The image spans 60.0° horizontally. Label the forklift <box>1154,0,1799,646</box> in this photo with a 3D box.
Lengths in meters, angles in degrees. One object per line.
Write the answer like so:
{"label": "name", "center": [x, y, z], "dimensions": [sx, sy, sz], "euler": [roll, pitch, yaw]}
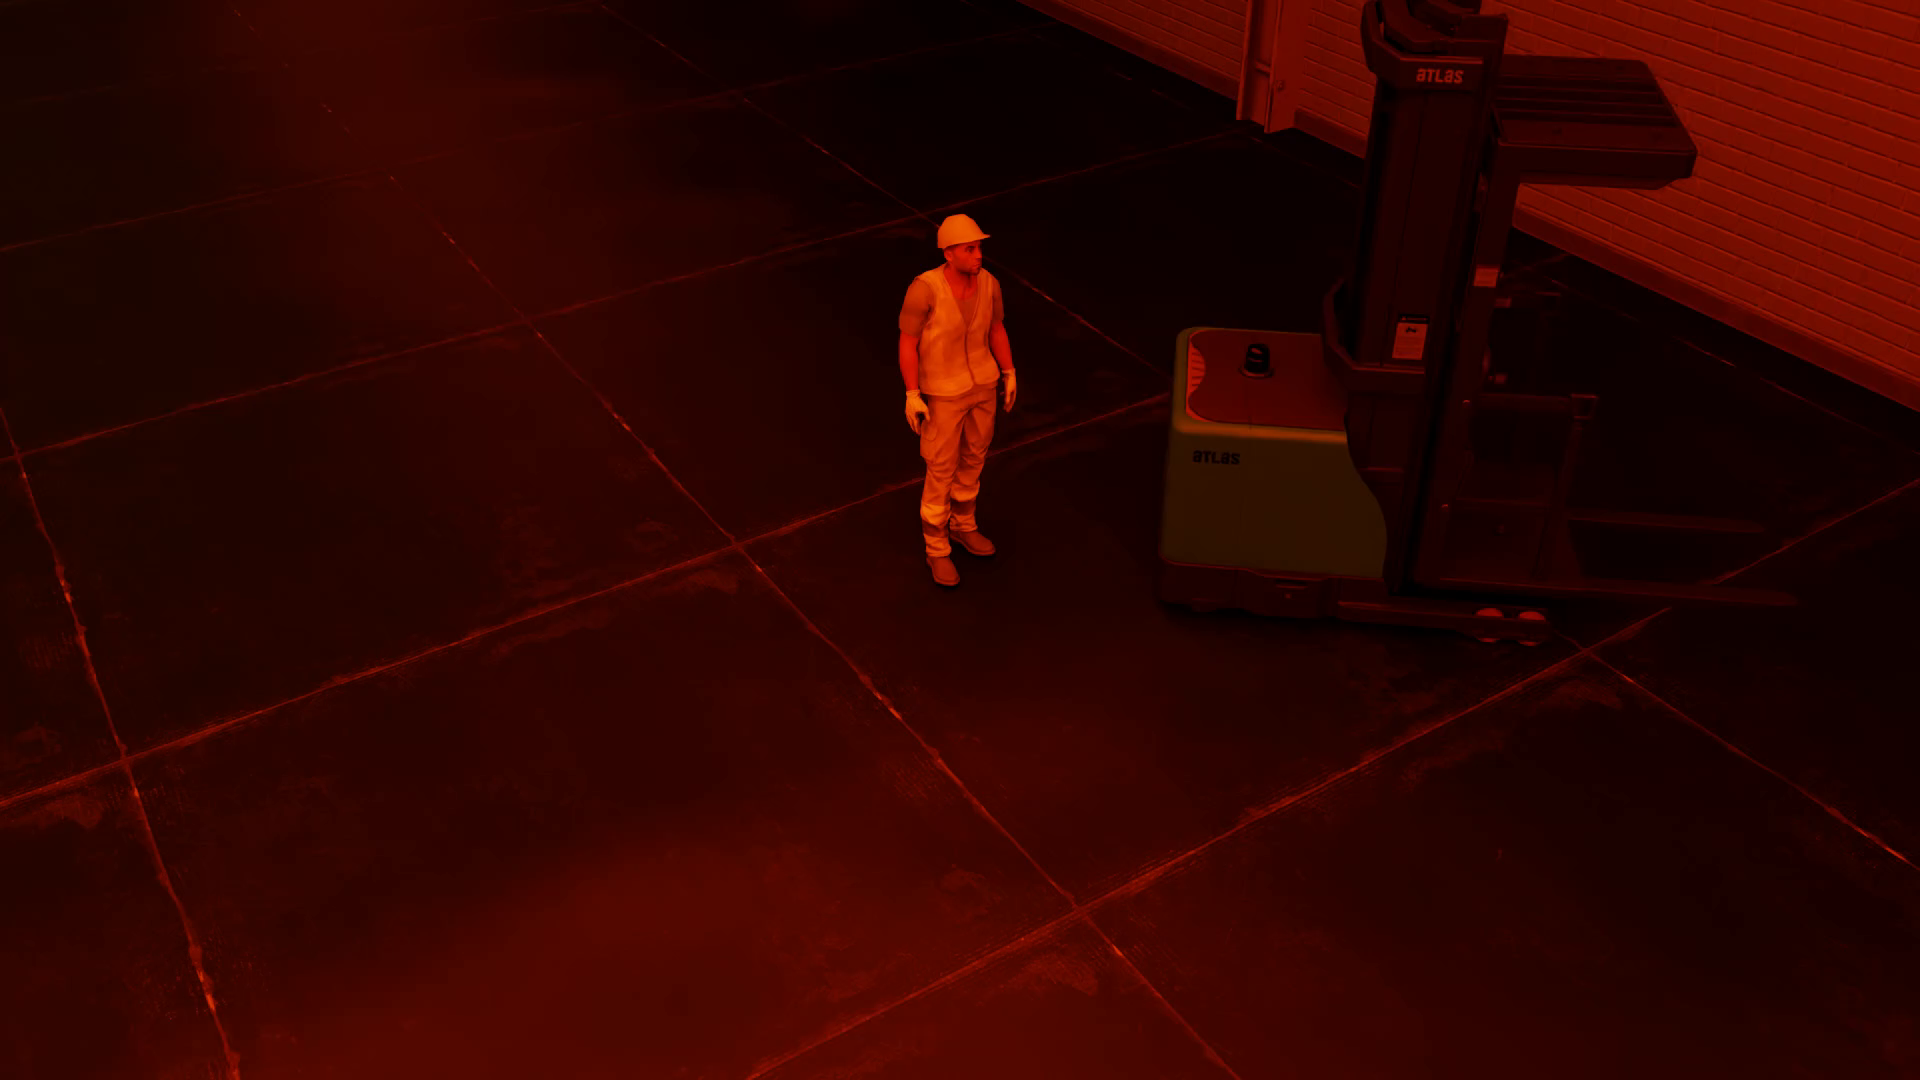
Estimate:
{"label": "forklift", "center": [2.519, -1.019, 7.597], "dimensions": [3.031, 2.935, 1.130], "euler": [4, 35, 6]}

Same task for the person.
{"label": "person", "center": [0.034, -0.696, 8.119], "dimensions": [0.638, 1.787, 0.564], "euler": [-21, 40, -27]}
